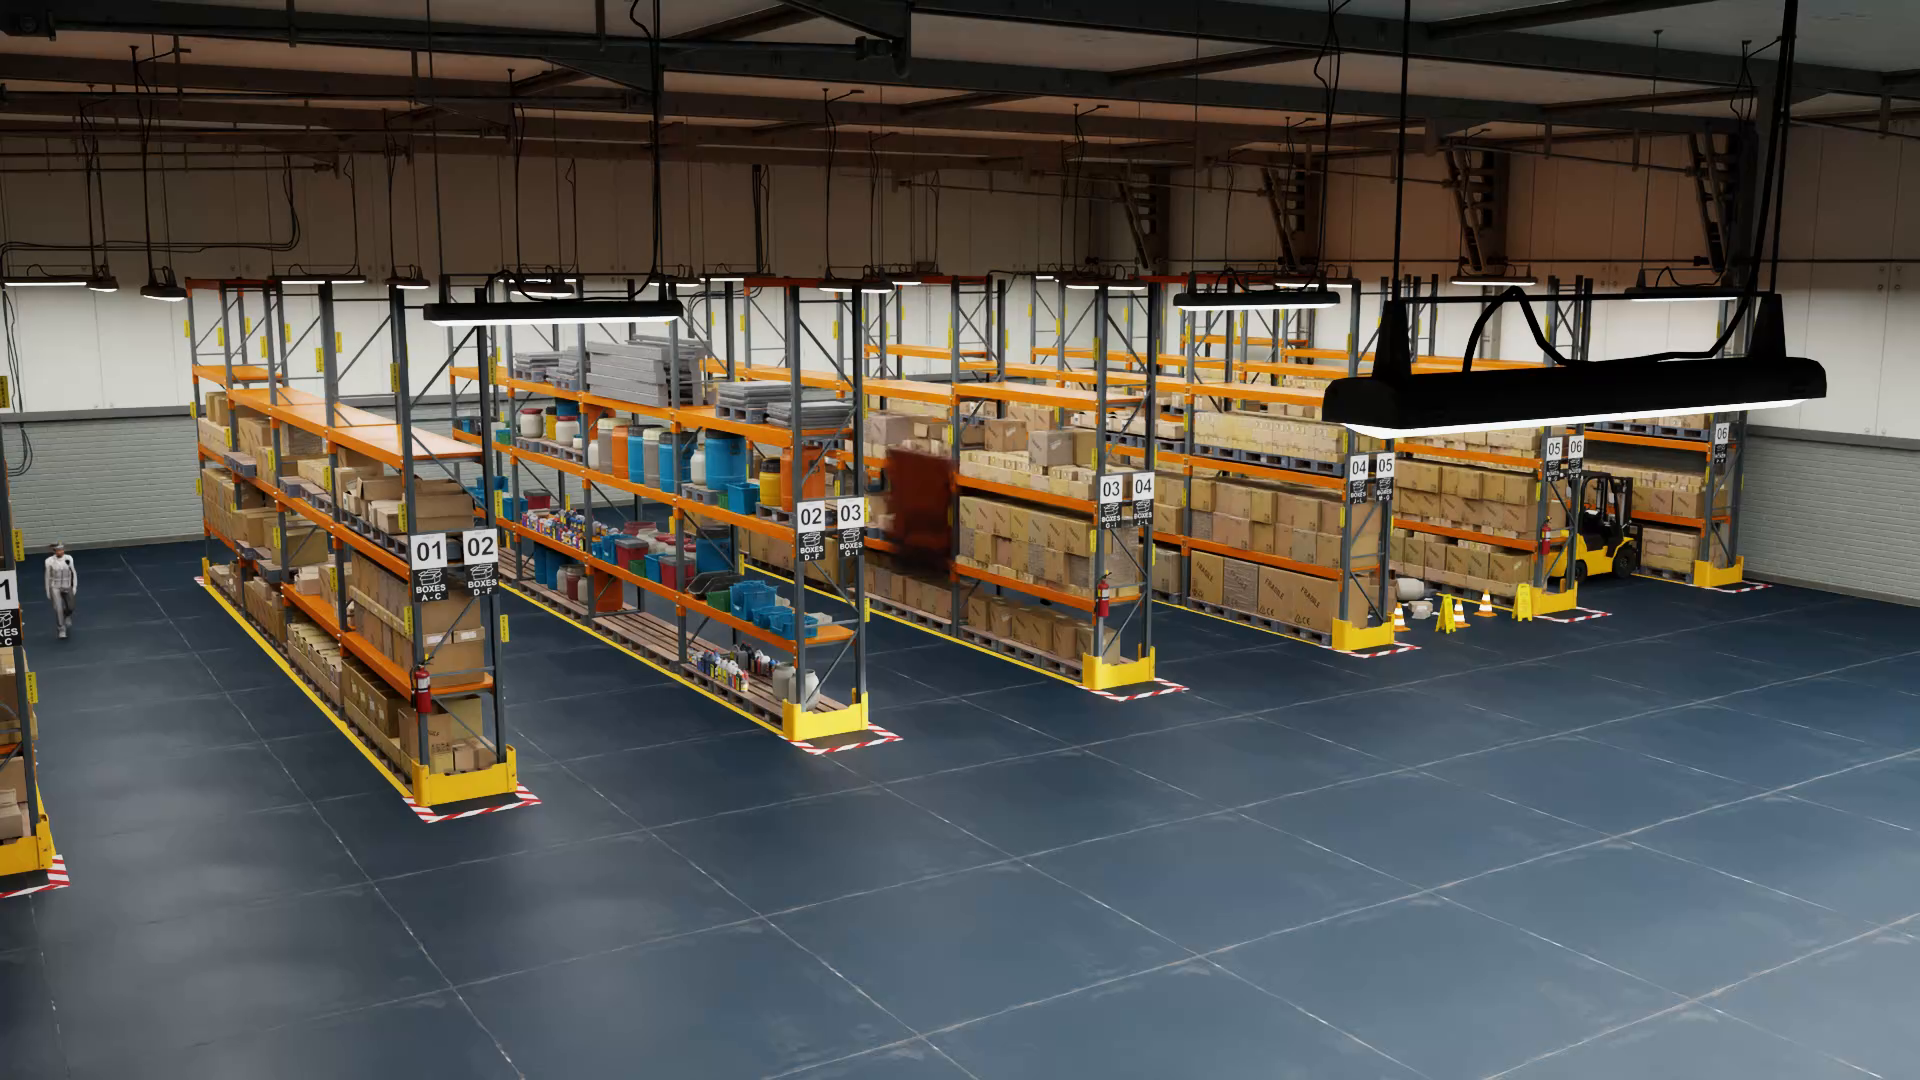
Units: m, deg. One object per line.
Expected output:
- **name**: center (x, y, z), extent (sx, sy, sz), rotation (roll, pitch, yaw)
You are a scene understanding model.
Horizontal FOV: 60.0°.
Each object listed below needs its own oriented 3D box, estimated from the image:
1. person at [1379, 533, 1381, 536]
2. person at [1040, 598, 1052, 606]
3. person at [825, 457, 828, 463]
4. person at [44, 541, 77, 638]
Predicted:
- **person**: center (9.589, -0.895, 38.363), extent (0.567, 1.660, 0.506), rotation (7, 12, 37)
- **person**: center (1.763, 0.371, 28.890), extent (0.551, 1.665, 1.040), rotation (-5, 11, -28)
- **person**: center (-3.534, -1.562, 42.034), extent (0.964, 1.742, 0.516), rotation (-8, 12, -38)
- **person**: center (-15.297, 0.794, 28.301), extent (0.490, 1.627, 0.831), rotation (-7, 12, -35)
